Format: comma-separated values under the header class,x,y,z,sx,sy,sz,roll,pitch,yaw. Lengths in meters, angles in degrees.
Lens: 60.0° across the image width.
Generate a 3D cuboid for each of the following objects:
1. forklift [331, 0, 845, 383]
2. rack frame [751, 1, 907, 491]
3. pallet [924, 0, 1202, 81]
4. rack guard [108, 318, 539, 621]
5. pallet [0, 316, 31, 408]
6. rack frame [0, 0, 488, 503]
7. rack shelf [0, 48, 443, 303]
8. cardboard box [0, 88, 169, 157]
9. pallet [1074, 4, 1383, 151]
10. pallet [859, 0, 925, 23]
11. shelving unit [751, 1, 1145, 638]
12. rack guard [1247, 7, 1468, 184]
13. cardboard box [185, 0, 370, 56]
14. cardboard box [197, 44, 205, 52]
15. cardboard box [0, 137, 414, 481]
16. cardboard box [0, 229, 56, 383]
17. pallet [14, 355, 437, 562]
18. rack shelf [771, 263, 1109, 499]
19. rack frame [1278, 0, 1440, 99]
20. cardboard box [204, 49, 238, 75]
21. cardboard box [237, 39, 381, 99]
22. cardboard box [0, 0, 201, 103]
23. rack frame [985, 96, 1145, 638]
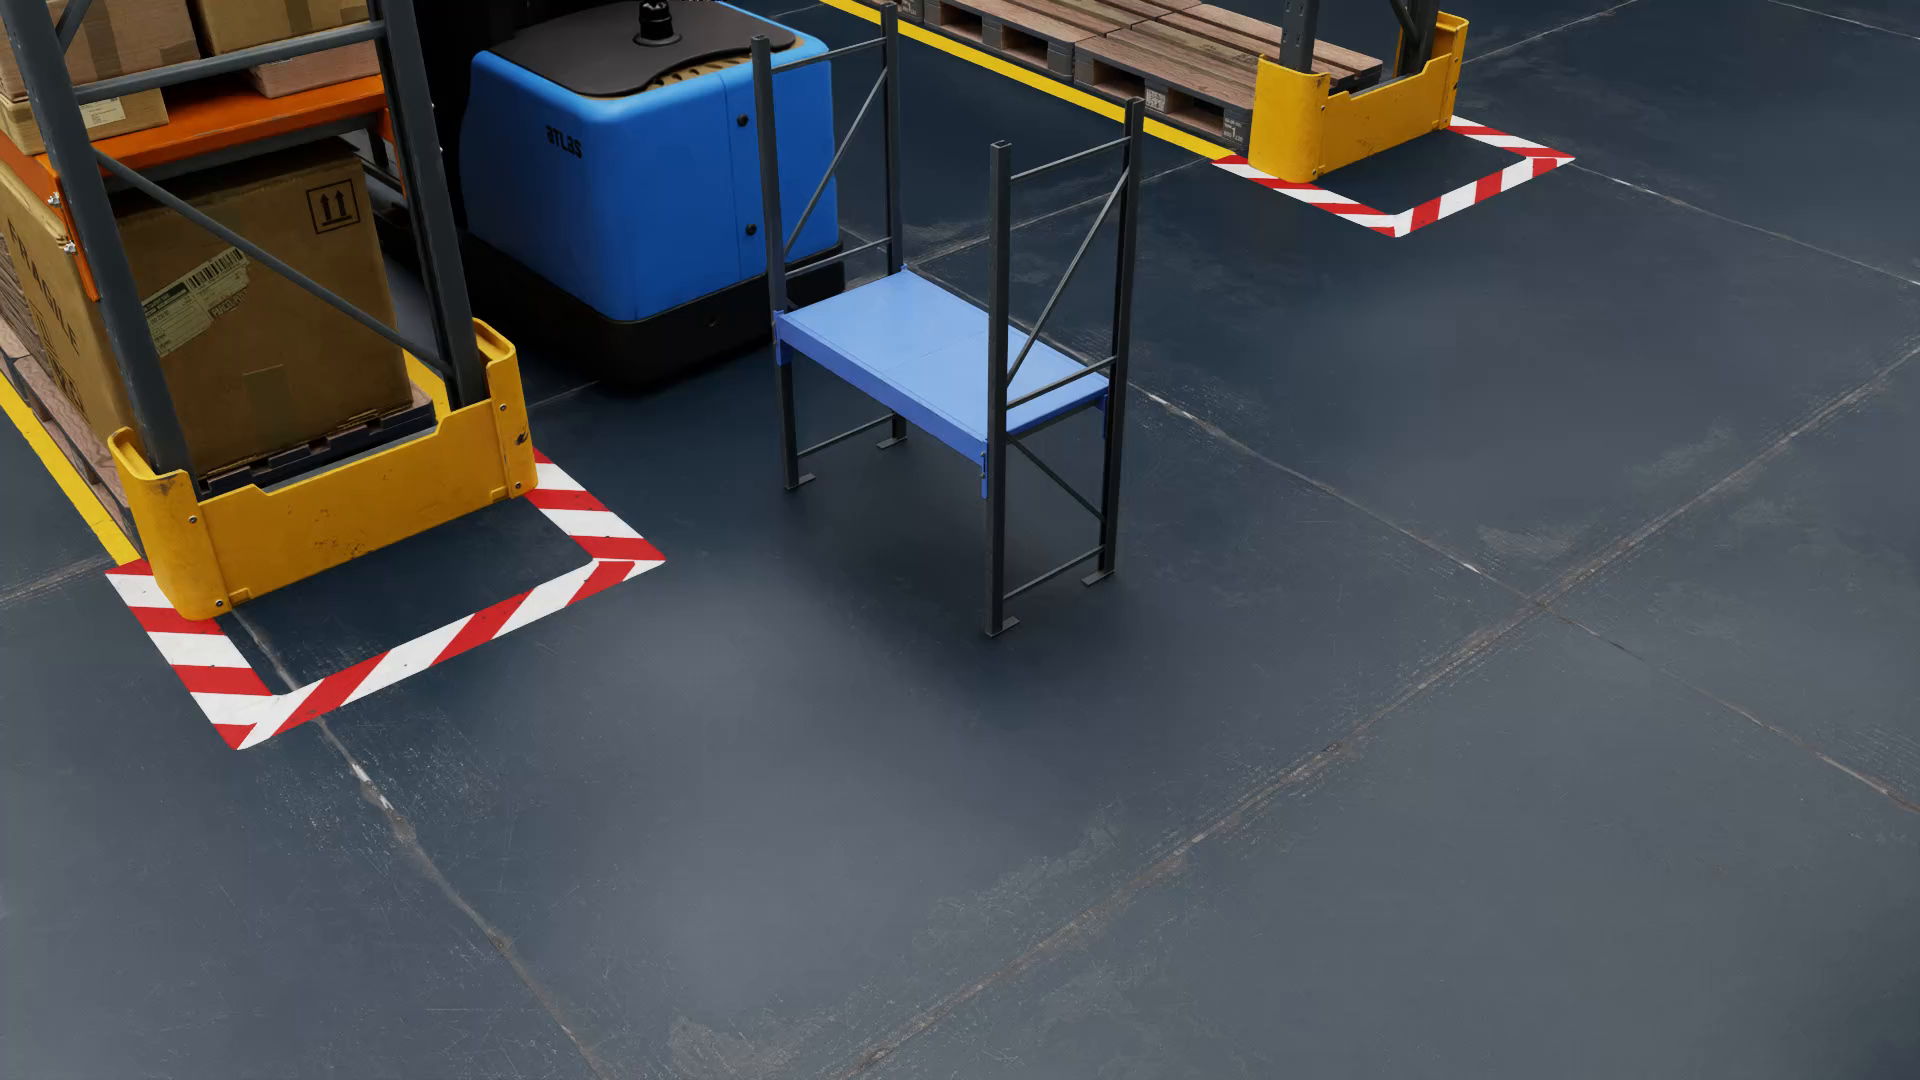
class,x,y,z,sx,sy,sz,roll,pitch,yaw
forklift,-1.817,-2.516,6.267,1.130,2.935,3.031,-28,44,-34
rack frame,-0.383,-0.874,5.187,0.500,1.500,0.032,-26,43,-32
pallet,0.554,-2.899,9.161,1.003,0.211,1.213,-26,43,-32
rack guard,-1.929,-0.242,5.160,1.175,0.500,0.348,-26,43,-32
pallet,-3.303,-0.997,6.475,1.003,0.211,1.213,-26,43,-32
rack frame,-1.944,-1.273,4.452,1.000,3.000,0.127,-26,43,-32
rack shelf,-3.235,-1.862,5.907,1.077,0.370,4.000,-26,43,-32
cardboard box,-2.426,-1.205,4.573,0.380,0.149,0.250,-25,42,-31
pallet,1.337,-2.361,8.401,1.003,0.211,1.213,-26,43,-32
pallet,-0.238,-3.438,9.922,1.003,0.211,1.213,-26,43,-32
shelving unit,-0.055,-0.650,4.870,0.538,1.500,1.048,-26,43,-32
rack guard,1.865,-2.094,7.775,1.175,0.500,0.348,-26,43,-32
cardboard box,-2.048,-1.646,4.851,0.500,0.250,0.500,-27,43,-33
cardboard box,-2.253,-1.676,5.238,0.380,0.149,0.250,-27,43,-33
cardboard box,-2.418,-0.830,5.302,0.875,0.875,0.875,-26,43,-32
cardboard box,-3.006,-1.232,5.869,0.875,0.875,0.875,-26,43,-32
pallet,-2.520,-0.459,5.715,1.003,0.211,1.213,-26,43,-32
rack shelf,-0.055,-0.503,4.974,0.538,0.185,1.000,-26,43,-32
rack frame,1.839,-3.120,7.060,1.000,3.000,0.127,-26,43,-32
cardboard box,-2.088,-1.563,5.079,0.380,0.149,0.250,-27,43,-32
cardboard box,-1.921,-1.450,4.920,0.380,0.149,0.250,-25,43,-31
cardboard box,-2.460,-1.448,4.572,0.500,0.250,0.500,-27,43,-32
rack frame,0.273,-0.425,4.553,0.500,1.500,0.032,-26,43,-32
